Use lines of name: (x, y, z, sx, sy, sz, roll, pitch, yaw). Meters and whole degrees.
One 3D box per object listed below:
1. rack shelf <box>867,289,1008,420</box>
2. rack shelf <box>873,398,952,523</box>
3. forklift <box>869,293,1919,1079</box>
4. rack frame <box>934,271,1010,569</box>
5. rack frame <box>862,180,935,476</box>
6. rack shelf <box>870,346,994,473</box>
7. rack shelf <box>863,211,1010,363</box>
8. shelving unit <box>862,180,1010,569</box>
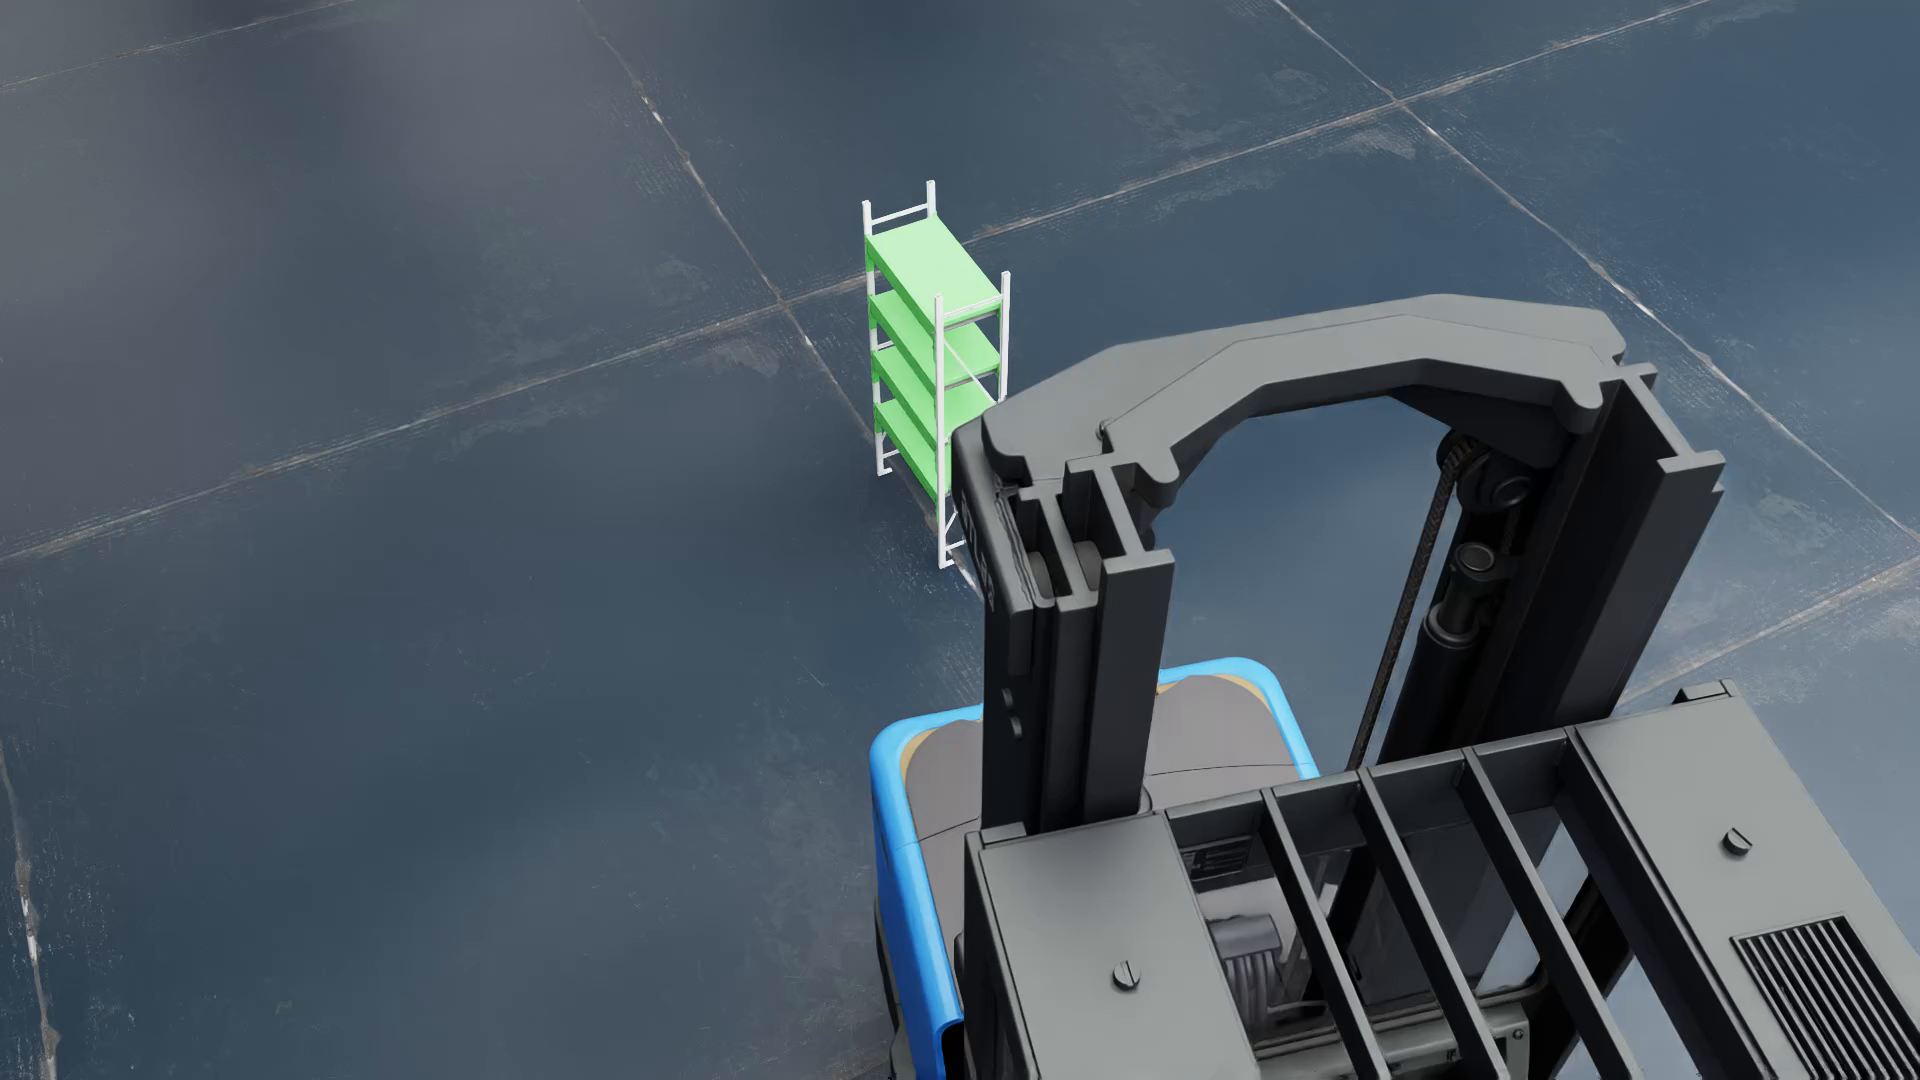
rack shelf: (-0.076, -0.622, 5.263, 0.258, 0.148, 0.480, -21, 52, -18)
rack shelf: (-0.076, -0.306, 5.624, 0.258, 0.148, 0.480, -21, 52, -18)
forklift: (0.602, 1.181, 2.770, 1.130, 2.935, 3.031, -10, 50, -9)
rack frame: (0.036, -0.342, 5.252, 0.240, 1.200, 0.015, -21, 52, -18)
rack frame: (-0.187, -0.669, 5.538, 0.240, 1.200, 0.015, -21, 52, -18)
rack shelf: (-0.076, -0.464, 5.443, 0.258, 0.148, 0.480, -21, 52, -18)
rack shelf: (-0.076, -0.780, 5.082, 0.258, 0.148, 0.480, -21, 52, -18)
shelving unit: (-0.076, -0.506, 5.395, 0.258, 1.200, 0.503, -21, 52, -18)
